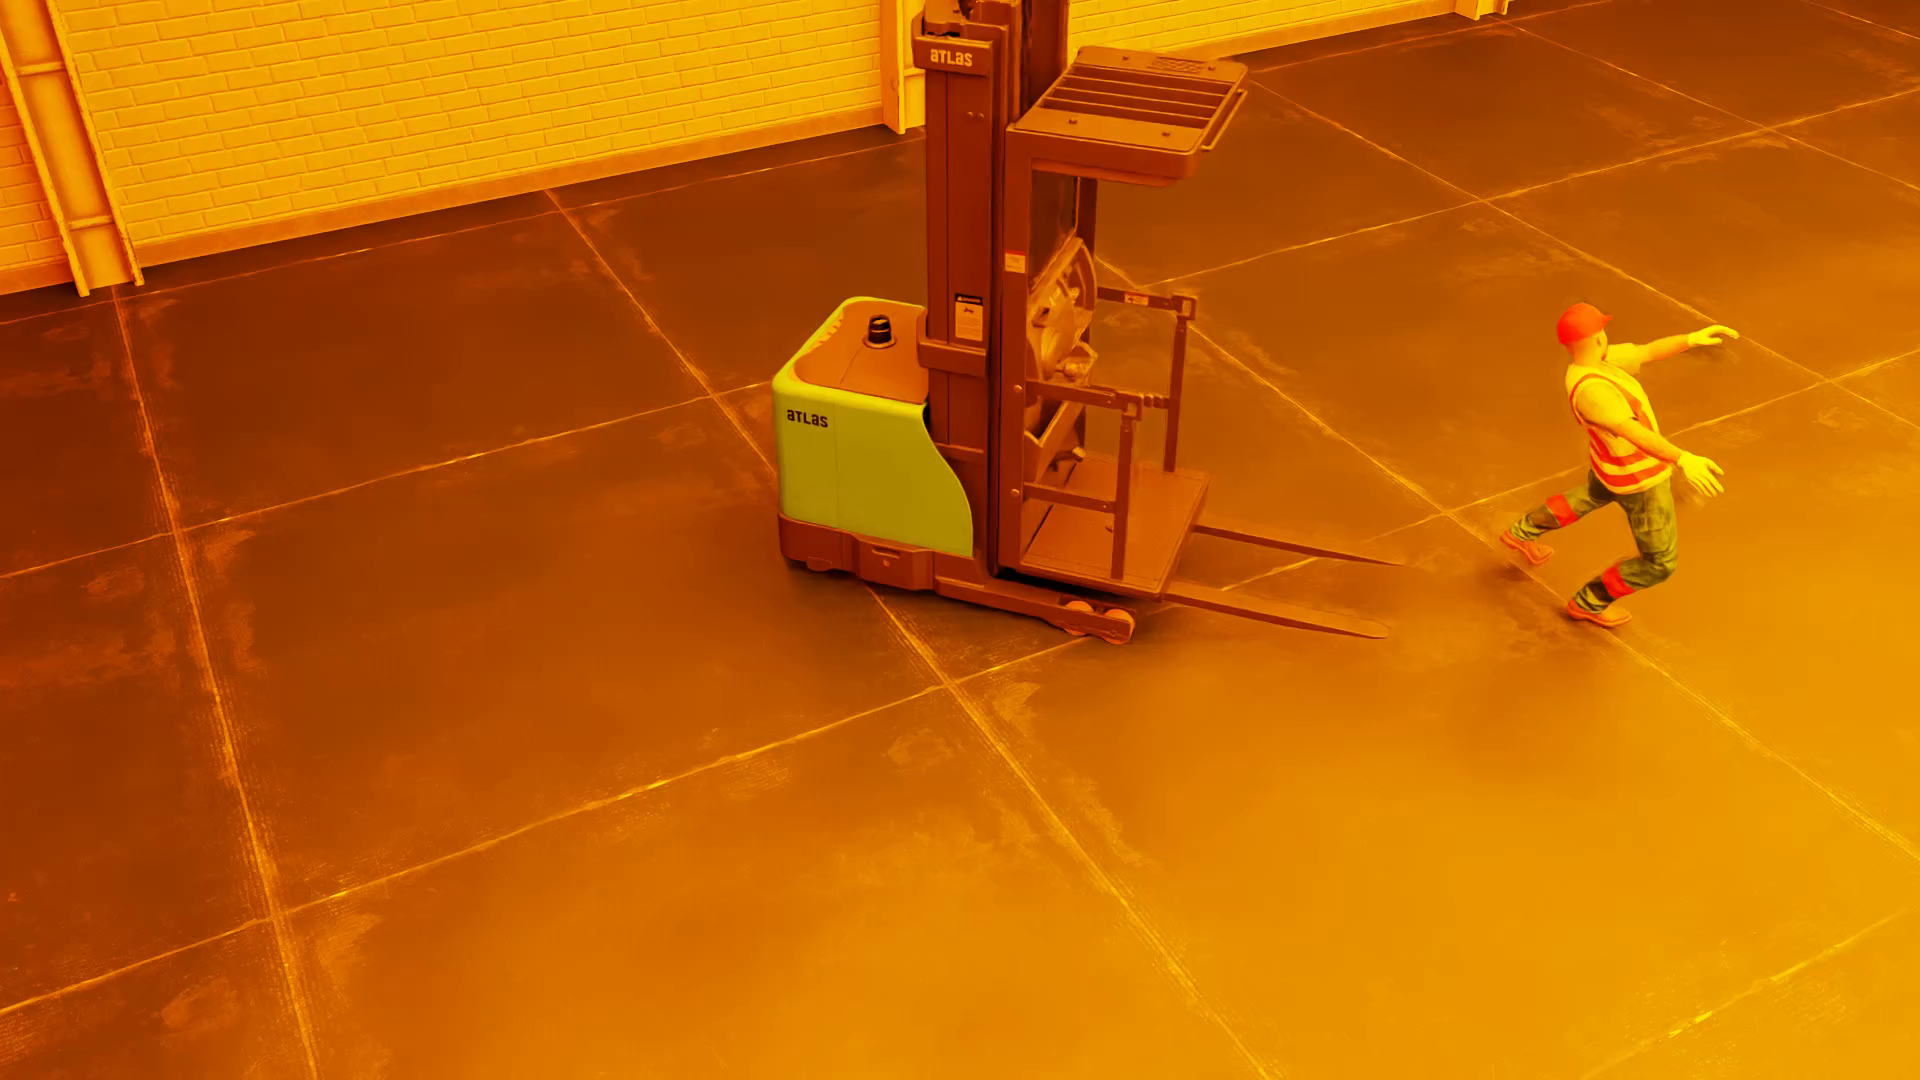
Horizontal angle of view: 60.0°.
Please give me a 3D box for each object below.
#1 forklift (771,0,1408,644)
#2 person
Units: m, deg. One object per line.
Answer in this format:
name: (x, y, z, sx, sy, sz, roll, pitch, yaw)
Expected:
forklift: (0.658, -1.046, 7.603, 3.031, 2.935, 1.130, 12, 37, 16)
person: (3.091, -0.250, 7.652, 0.755, 1.512, 1.062, -1, 35, -1)
